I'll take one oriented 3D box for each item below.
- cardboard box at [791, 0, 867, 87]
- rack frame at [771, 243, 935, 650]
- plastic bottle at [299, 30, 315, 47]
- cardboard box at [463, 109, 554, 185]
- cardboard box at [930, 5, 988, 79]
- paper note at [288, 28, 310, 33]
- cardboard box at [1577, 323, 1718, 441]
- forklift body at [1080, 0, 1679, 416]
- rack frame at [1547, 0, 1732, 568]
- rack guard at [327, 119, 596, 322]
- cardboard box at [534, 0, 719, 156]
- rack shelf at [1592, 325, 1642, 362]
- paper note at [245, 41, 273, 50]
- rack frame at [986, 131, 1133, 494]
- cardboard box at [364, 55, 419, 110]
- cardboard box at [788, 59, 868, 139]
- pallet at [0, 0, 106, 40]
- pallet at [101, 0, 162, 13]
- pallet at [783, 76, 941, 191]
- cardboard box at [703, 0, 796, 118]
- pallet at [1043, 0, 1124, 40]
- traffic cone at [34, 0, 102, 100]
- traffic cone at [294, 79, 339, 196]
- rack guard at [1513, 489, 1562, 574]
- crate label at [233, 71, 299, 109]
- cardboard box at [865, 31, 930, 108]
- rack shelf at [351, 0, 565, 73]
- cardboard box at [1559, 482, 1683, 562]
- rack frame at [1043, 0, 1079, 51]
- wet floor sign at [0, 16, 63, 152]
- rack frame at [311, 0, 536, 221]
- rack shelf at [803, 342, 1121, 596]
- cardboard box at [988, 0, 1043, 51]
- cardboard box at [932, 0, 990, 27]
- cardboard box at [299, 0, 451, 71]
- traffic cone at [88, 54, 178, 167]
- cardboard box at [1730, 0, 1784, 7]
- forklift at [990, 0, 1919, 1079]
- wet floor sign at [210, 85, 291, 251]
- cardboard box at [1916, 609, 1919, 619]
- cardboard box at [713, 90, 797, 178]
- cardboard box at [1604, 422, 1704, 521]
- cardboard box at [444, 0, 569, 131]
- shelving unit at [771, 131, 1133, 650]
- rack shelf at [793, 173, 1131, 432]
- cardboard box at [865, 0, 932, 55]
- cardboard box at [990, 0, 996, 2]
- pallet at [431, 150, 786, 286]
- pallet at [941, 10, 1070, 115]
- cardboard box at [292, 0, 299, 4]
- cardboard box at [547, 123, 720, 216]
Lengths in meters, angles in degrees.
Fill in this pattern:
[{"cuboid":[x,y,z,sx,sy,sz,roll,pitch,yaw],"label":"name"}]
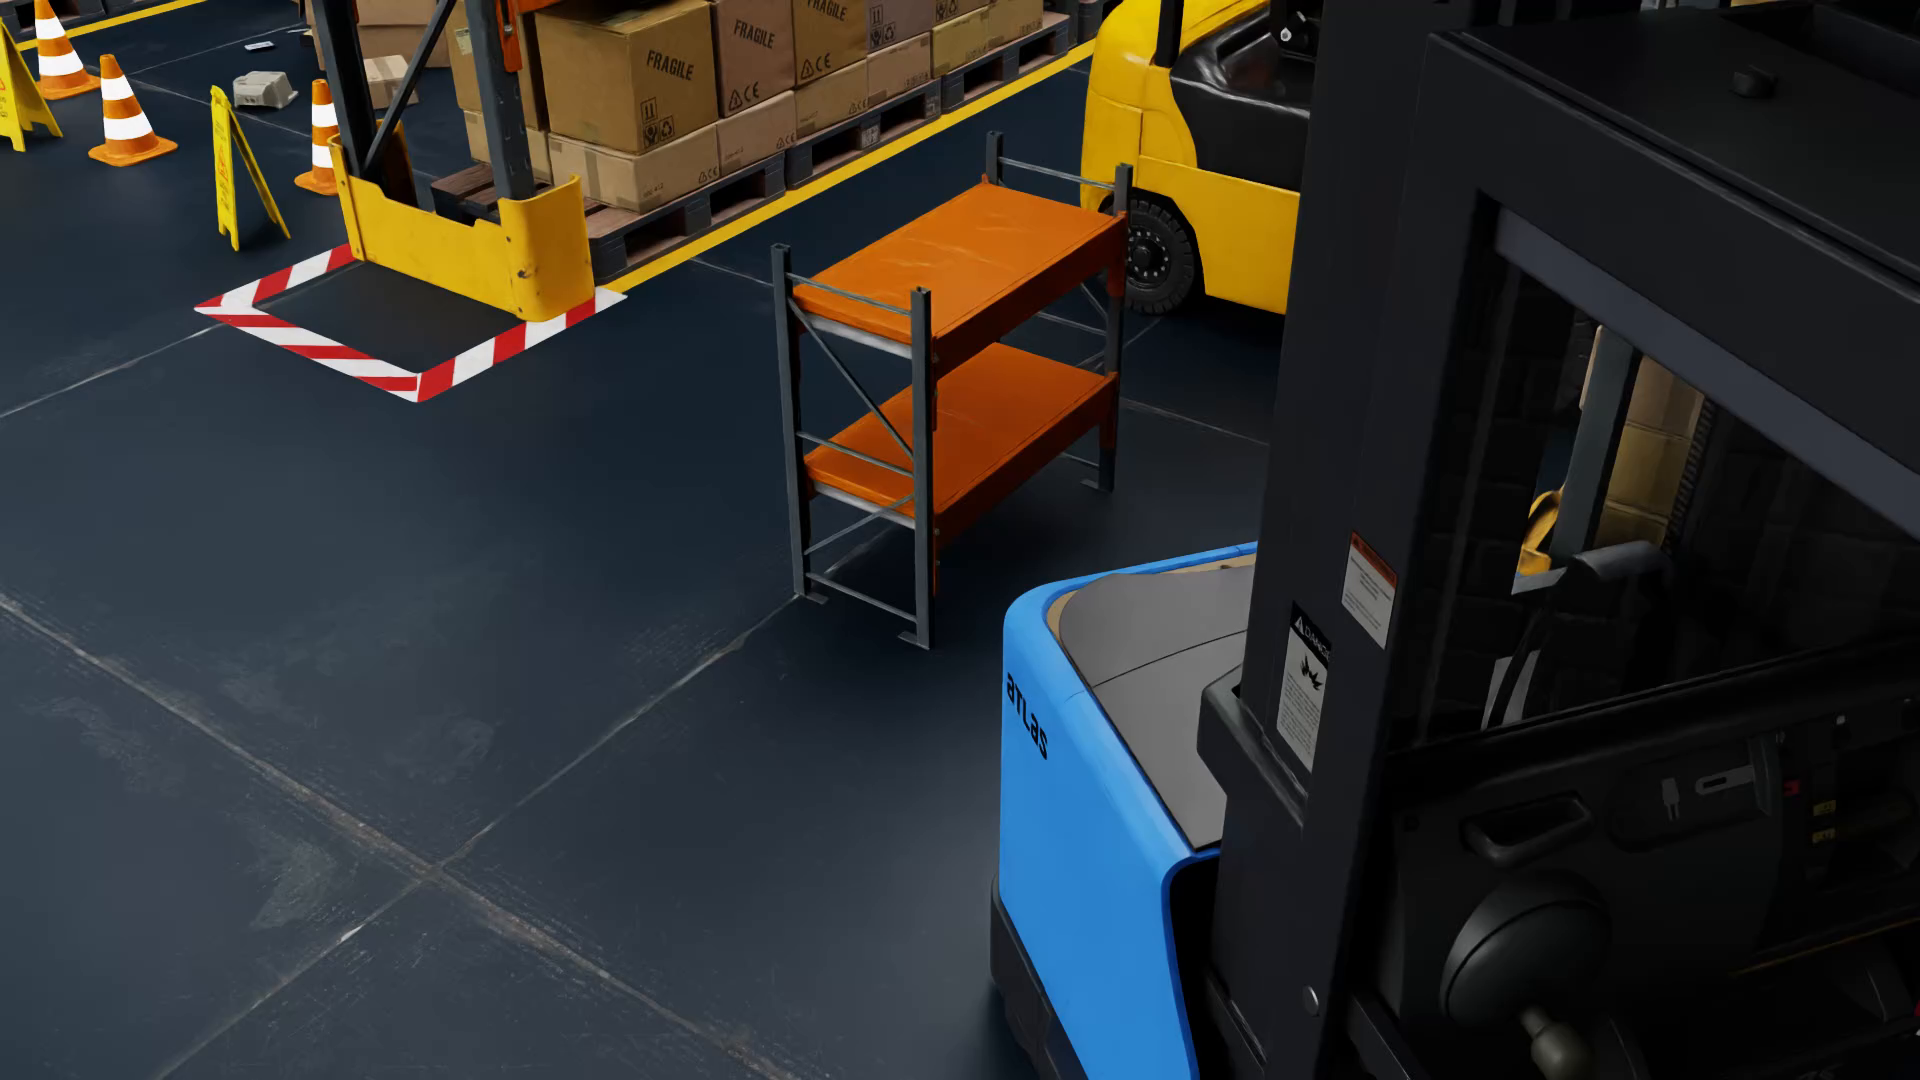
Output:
[{"cuboid":[-0.779,-2.421,7.562,0.500,0.500,0.500,22,40,29],"label":"cardboard box"},{"cuboid":[-0.286,-0.235,4.594,0.500,1.125,0.032,21,39,28],"label":"rack frame"},{"cuboid":[-3.616,-2.878,9.451,0.133,0.061,0.283,8,35,12],"label":"plastic bottle"},{"cuboid":[-1.813,-1.815,7.335,0.500,0.250,0.500,21,39,28],"label":"cardboard box"},{"cuboid":[-0.198,-2.580,8.468,0.500,0.250,0.500,20,39,27],"label":"cardboard box"},{"cuboid":[-3.810,-2.937,9.584,0.123,0.001,0.032,-15,37,-21],"label":"paper note"},{"cuboid":[2.019,-0.488,4.480,0.500,0.250,0.500,23,40,30],"label":"cardboard box"},{"cuboid":[1.596,-1.831,6.037,2.313,2.155,1.214,21,39,28],"label":"forklift body"},{"cuboid":[2.013,-0.727,3.647,1.000,3.000,0.127,21,39,28],"label":"rack frame"},{"cuboid":[-2.023,-1.310,6.741,1.175,0.500,0.348,21,39,28],"label":"rack guard"},{"cuboid":[-1.367,-1.950,6.867,0.500,0.500,0.500,20,39,27],"label":"cardboard box"},{"cuboid":[3.153,-1.349,5.210,1.077,0.370,4.000,21,39,28],"label":"rack shelf"},{"cuboid":[-3.926,-2.775,9.327,0.142,0.017,0.144,-22,40,-29],"label":"paper note"},{"cuboid":[0.294,-0.703,5.285,0.500,1.125,0.032,21,39,28],"label":"rack frame"},{"cuboid":[-2.979,-2.378,8.633,0.250,0.149,0.380,-15,37,-21],"label":"cardboard box"},{"cuboid":[-0.782,-2.116,7.781,0.500,0.250,0.500,24,41,31],"label":"cardboard box"},{"cuboid":[-5.799,-3.083,9.621,1.003,0.211,1.213,21,39,28],"label":"pallet"},{"cuboid":[-5.103,-3.642,10.447,1.003,0.211,1.213,21,39,28],"label":"pallet"},{"cuboid":[-0.835,-2.112,8.185,1.003,0.211,1.213,21,39,28],"label":"pallet"},{"cuboid":[-1.072,-2.192,7.224,0.500,0.500,0.500,20,39,27],"label":"cardboard box"},{"cuboid":[0.657,-3.355,10.023,1.003,0.211,1.213,21,39,28],"label":"pallet"},{"cuboid":[-4.722,-2.585,8.660,0.336,0.463,0.334,21,39,28],"label":"traffic cone"},{"cuboid":[-2.881,-1.870,7.602,0.336,0.463,0.334,21,39,28],"label":"traffic cone"},{"cuboid":[1.999,0.320,4.331,1.175,0.500,0.348,21,39,28],"label":"rack guard"},{"cuboid":[-3.590,-2.314,8.550,0.250,0.136,0.298,3,34,4],"label":"crate label"},{"cuboid":[-0.491,-2.348,8.124,0.500,0.250,0.500,22,40,29],"label":"cardboard box"},{"cuboid":[-0.926,-2.933,7.552,1.077,0.370,4.000,21,39,28],"label":"rack shelf"},{"cuboid":[2.021,-0.079,4.769,0.500,0.250,0.500,22,40,28],"label":"cardboard box"},{"cuboid":[0.214,-4.152,8.711,1.000,3.000,0.127,21,39,28],"label":"rack frame"},{"cuboid":[-4.581,-2.224,7.963,0.267,0.644,0.232,14,37,20],"label":"wet floor sign"},{"cuboid":[-2.067,-2.311,5.989,1.000,3.000,0.127,21,39,28],"label":"rack frame"},{"cuboid":[0.004,-0.267,5.076,0.538,0.278,1.000,21,39,28],"label":"rack shelf"},{"cuboid":[0.098,-2.829,8.835,0.500,0.250,0.500,23,40,30],"label":"cardboard box"},{"cuboid":[-0.191,-2.904,8.277,0.500,0.500,0.500,22,40,29],"label":"cardboard box"},{"cuboid":[-3.145,-2.894,9.080,0.797,0.503,0.637,-3,34,-4],"label":"cardboard box"},{"cuboid":[-3.987,-2.068,7.895,0.336,0.463,0.334,21,39,28],"label":"traffic cone"},{"cuboid":[1.981,-1.286,3.806,0.380,0.149,0.250,22,40,29],"label":"cardboard box"},{"cuboid":[1.025,0.465,1.946,1.130,2.935,3.031,-11,36,-16],"label":"forklift"},{"cuboid":[-3.054,-1.590,7.025,0.232,0.644,0.267,-22,40,-29],"label":"wet floor sign"},{"cuboid":[2.454,0.075,4.542,0.500,0.250,0.500,21,40,28],"label":"cardboard box"},{"cuboid":[-1.082,-1.861,7.404,0.500,0.250,0.500,23,40,30],"label":"cardboard box"},{"cuboid":[2.034,-0.293,4.639,0.500,0.250,0.500,21,39,28],"label":"cardboard box"},{"cuboid":[-1.824,-2.108,7.100,0.500,0.500,0.500,22,40,28],"label":"cardboard box"},{"cuboid":[0.004,-0.469,4.939,0.538,1.125,1.048,21,39,28],"label":"shelving unit"},{"cuboid":[0.004,-0.712,4.776,0.538,0.278,1.000,21,39,28],"label":"rack shelf"},{"cuboid":[-0.481,-2.669,7.930,0.500,0.500,0.500,24,41,31],"label":"cardboard box"},{"cuboid":[0.097,-3.139,8.624,0.500,0.500,0.500,21,39,28],"label":"cardboard box"},{"cuboid":[-1.531,-1.553,7.358,1.003,0.211,1.213,21,39,28],"label":"pallet"},{"cuboid":[-0.140,-2.676,9.019,1.003,0.211,1.213,21,39,28],"label":"pallet"},{"cuboid":[-3.952,-3.609,10.139,0.500,0.500,0.500,29,44,36],"label":"cardboard box"},{"cuboid":[-1.380,-1.629,7.060,0.500,0.250,0.500,21,39,28],"label":"cardboard box"}]
